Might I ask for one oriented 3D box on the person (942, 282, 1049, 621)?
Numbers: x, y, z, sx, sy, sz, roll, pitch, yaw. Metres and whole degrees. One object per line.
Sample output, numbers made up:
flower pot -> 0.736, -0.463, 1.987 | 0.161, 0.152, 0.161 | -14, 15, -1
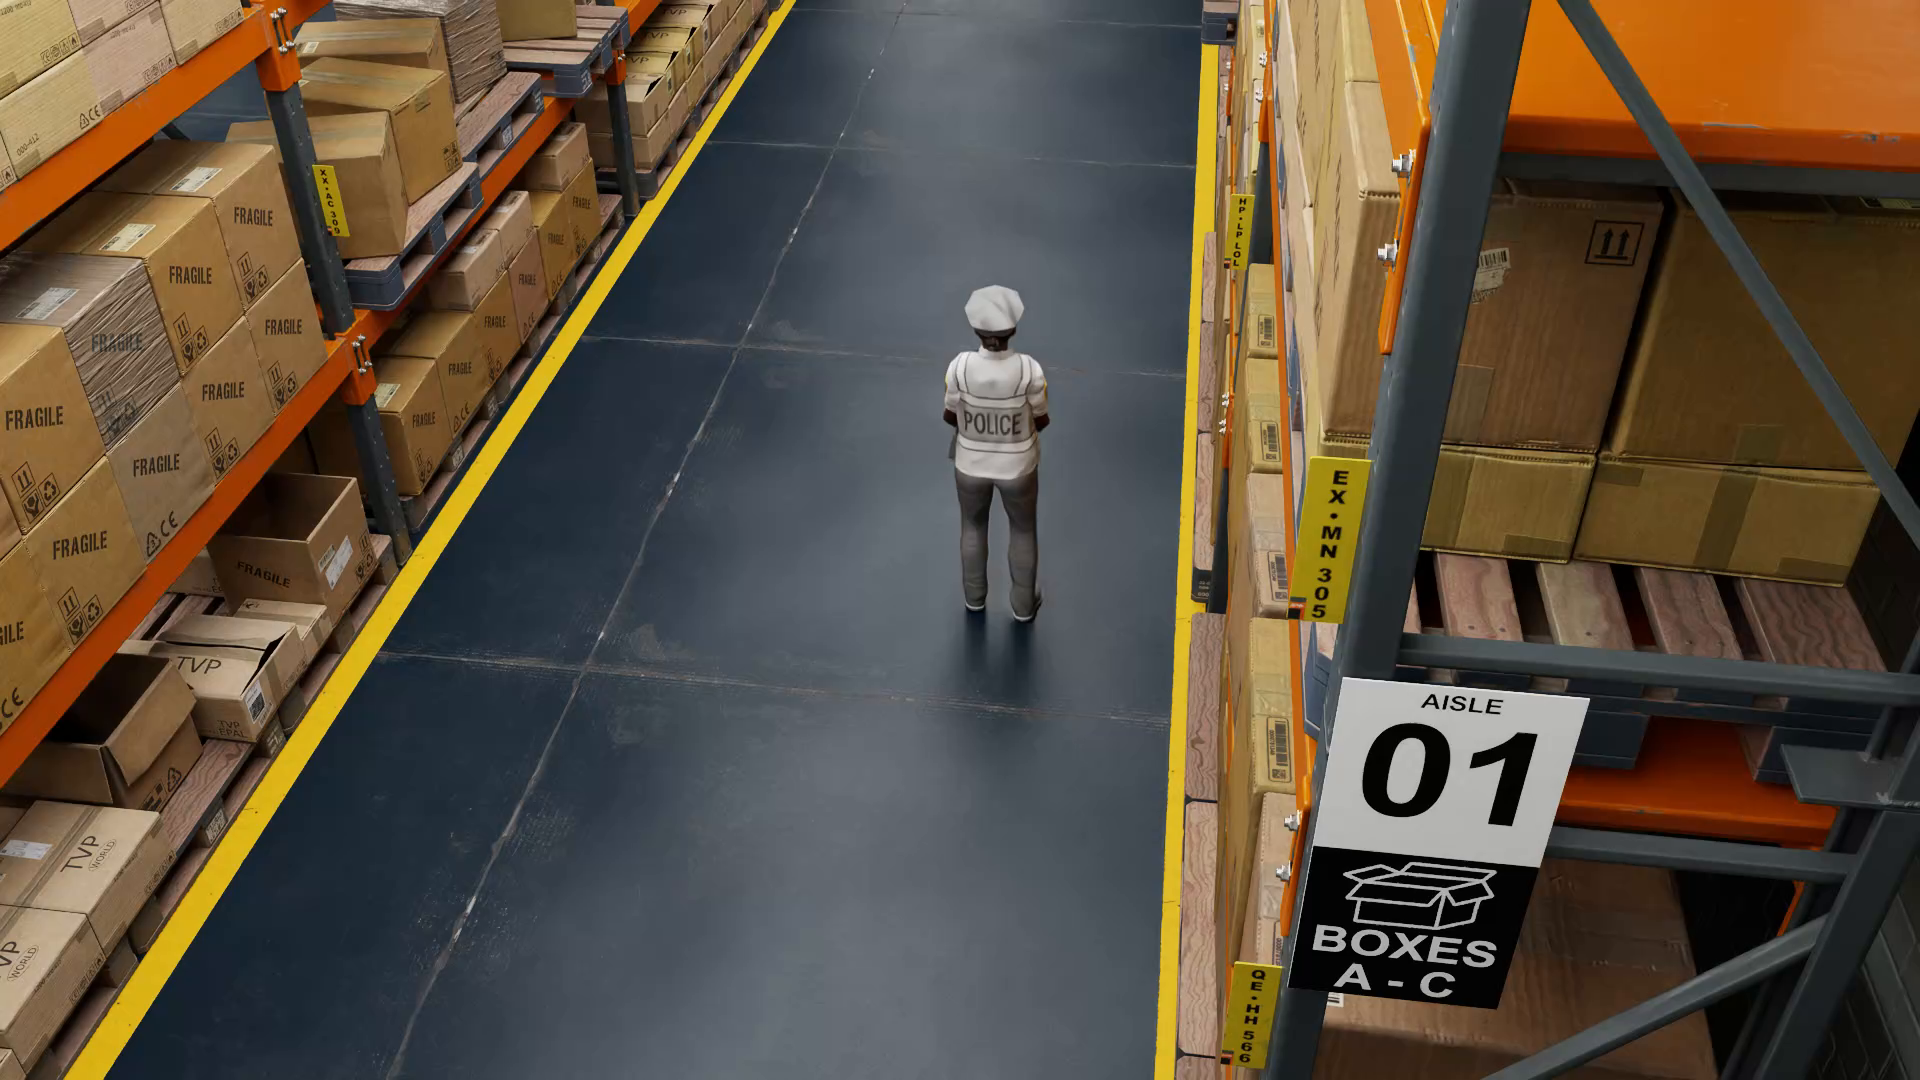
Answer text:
person -> 0.168, -0.367, 7.525 | 0.490, 1.674, 0.414 | 4, 36, 5
